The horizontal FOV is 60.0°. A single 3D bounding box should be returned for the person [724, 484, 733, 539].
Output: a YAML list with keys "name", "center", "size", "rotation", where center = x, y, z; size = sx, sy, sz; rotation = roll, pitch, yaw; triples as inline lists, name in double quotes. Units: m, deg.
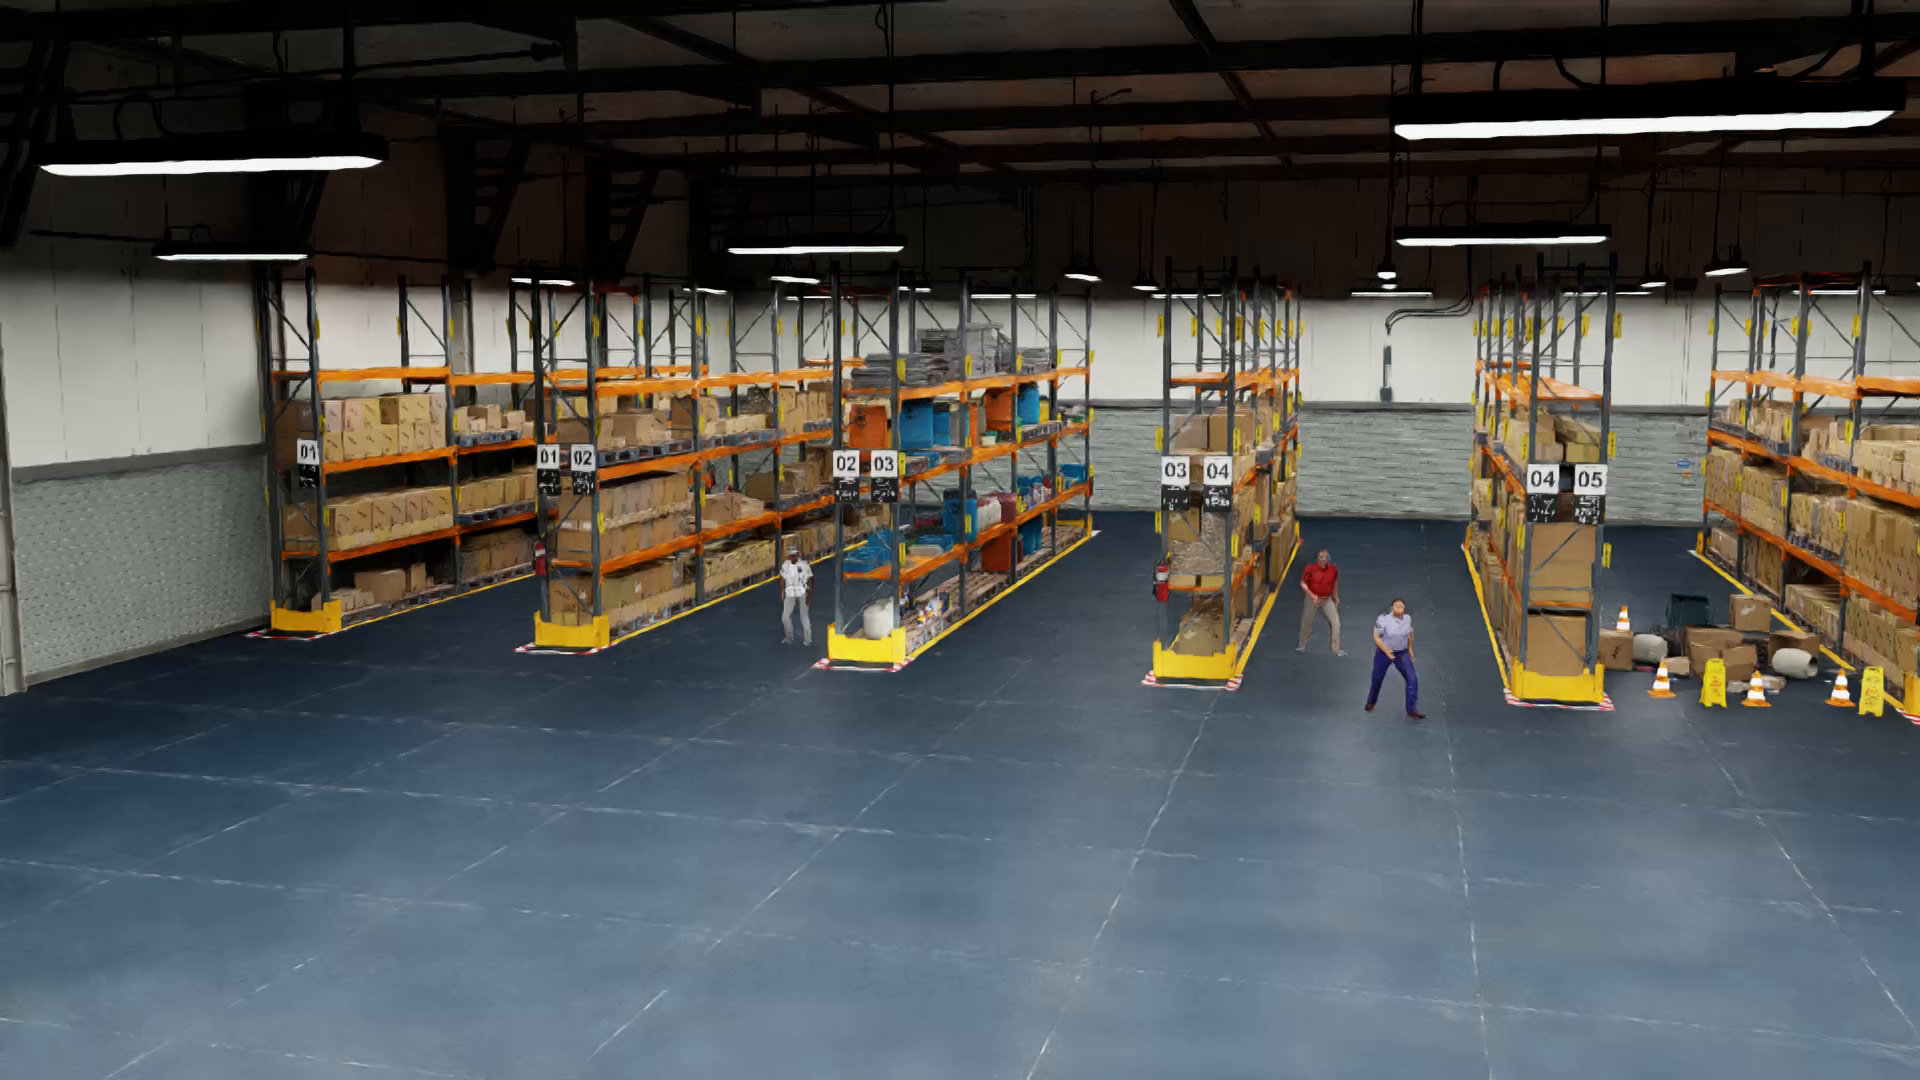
- name: "person"
  center: [-5.189, -0.509, 37.615]
  size: [0.562, 1.499, 0.815]
  rotation: [3, 8, 20]

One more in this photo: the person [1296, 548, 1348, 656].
- name: "person"
  center: [5.551, 0.930, 25.595]
  size: [0.700, 1.658, 0.863]
  rotation: [0, 7, -2]

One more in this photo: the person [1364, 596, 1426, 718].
- name: "person"
  center: [5.638, 1.482, 21.585]
  size: [0.655, 1.578, 0.824]
  rotation: [0, 7, -3]

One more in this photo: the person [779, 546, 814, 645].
- name: "person"
  center: [-2.591, 0.869, 26.356]
  size: [0.592, 1.624, 0.531]
  rotation: [2, 7, 13]
